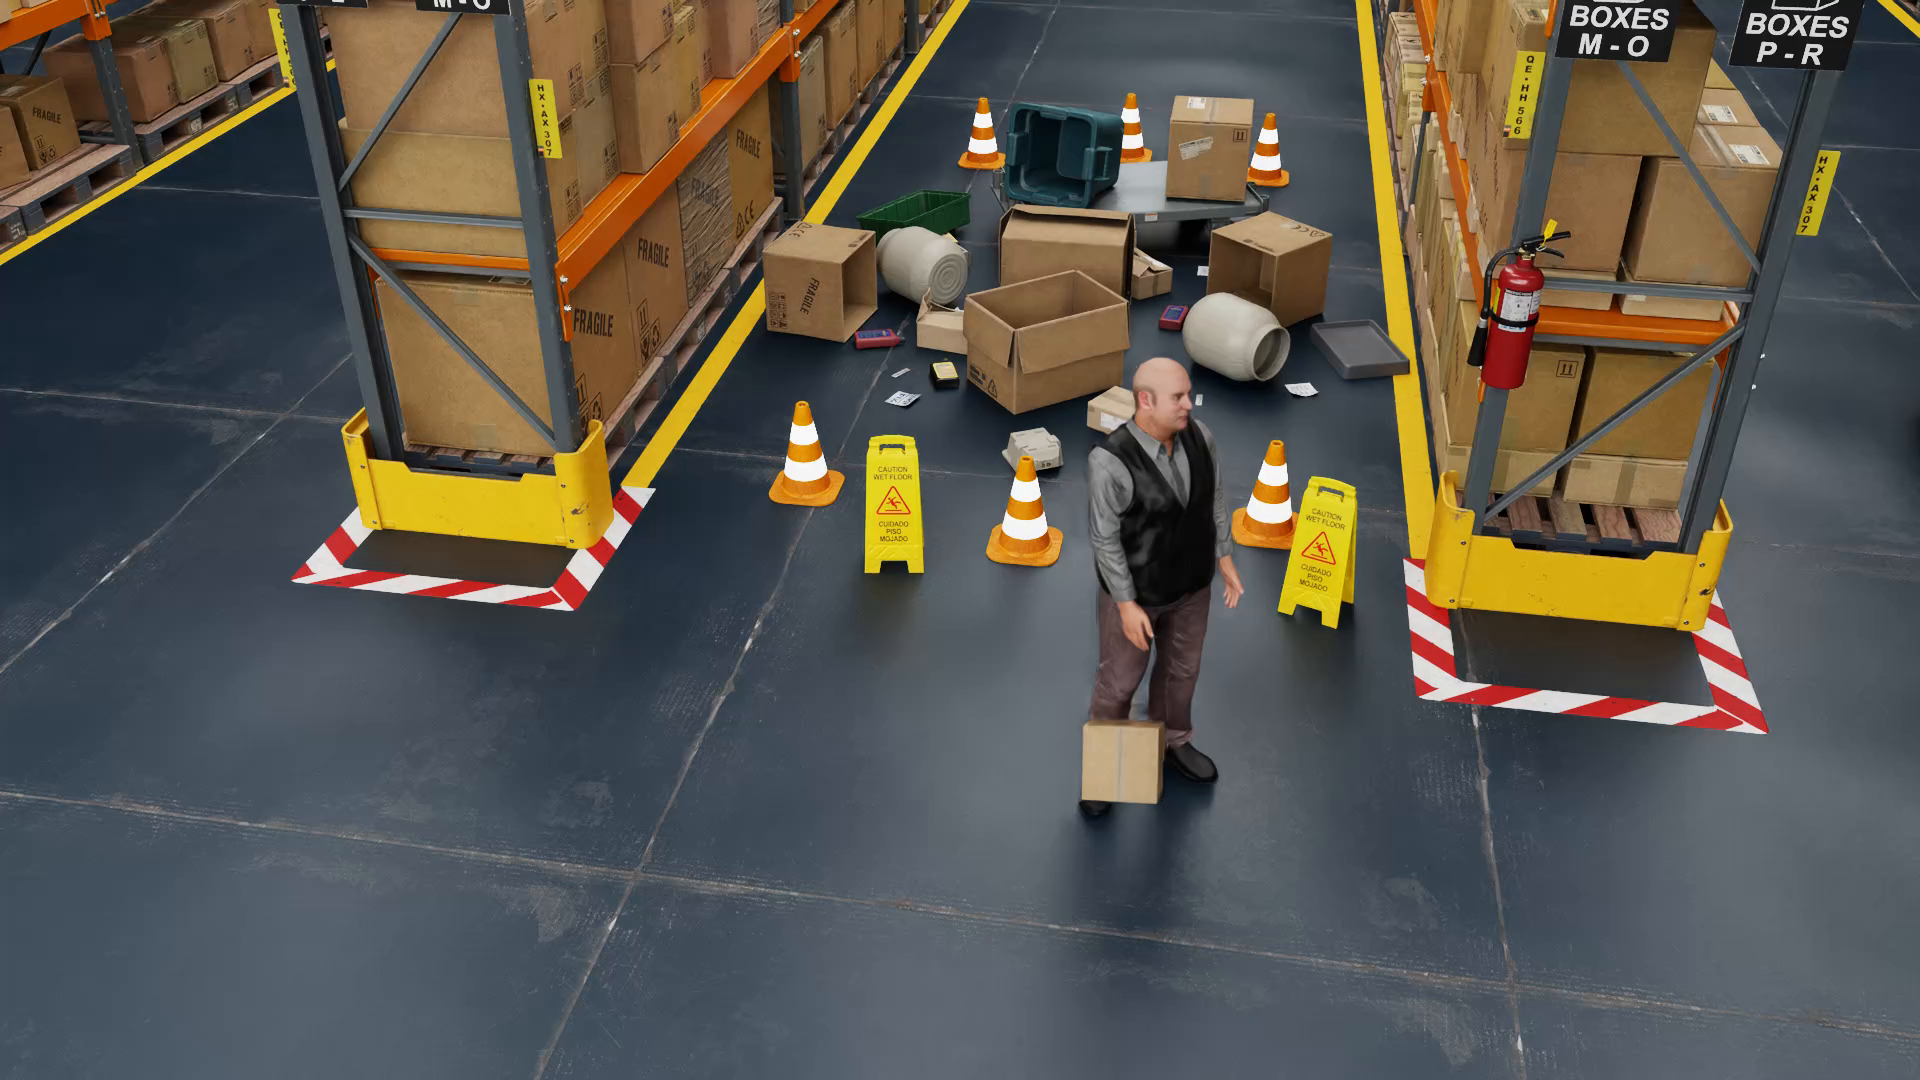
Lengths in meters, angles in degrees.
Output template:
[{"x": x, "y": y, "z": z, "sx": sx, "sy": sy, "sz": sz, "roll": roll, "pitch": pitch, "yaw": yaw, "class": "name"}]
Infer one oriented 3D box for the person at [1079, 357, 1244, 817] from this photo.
[{"x": 0.687, "y": 0.172, "z": 5.846, "sx": 0.599, "sy": 1.731, "sz": 0.398, "roll": -19, "pitch": 37, "yaw": -27, "class": "person"}]
